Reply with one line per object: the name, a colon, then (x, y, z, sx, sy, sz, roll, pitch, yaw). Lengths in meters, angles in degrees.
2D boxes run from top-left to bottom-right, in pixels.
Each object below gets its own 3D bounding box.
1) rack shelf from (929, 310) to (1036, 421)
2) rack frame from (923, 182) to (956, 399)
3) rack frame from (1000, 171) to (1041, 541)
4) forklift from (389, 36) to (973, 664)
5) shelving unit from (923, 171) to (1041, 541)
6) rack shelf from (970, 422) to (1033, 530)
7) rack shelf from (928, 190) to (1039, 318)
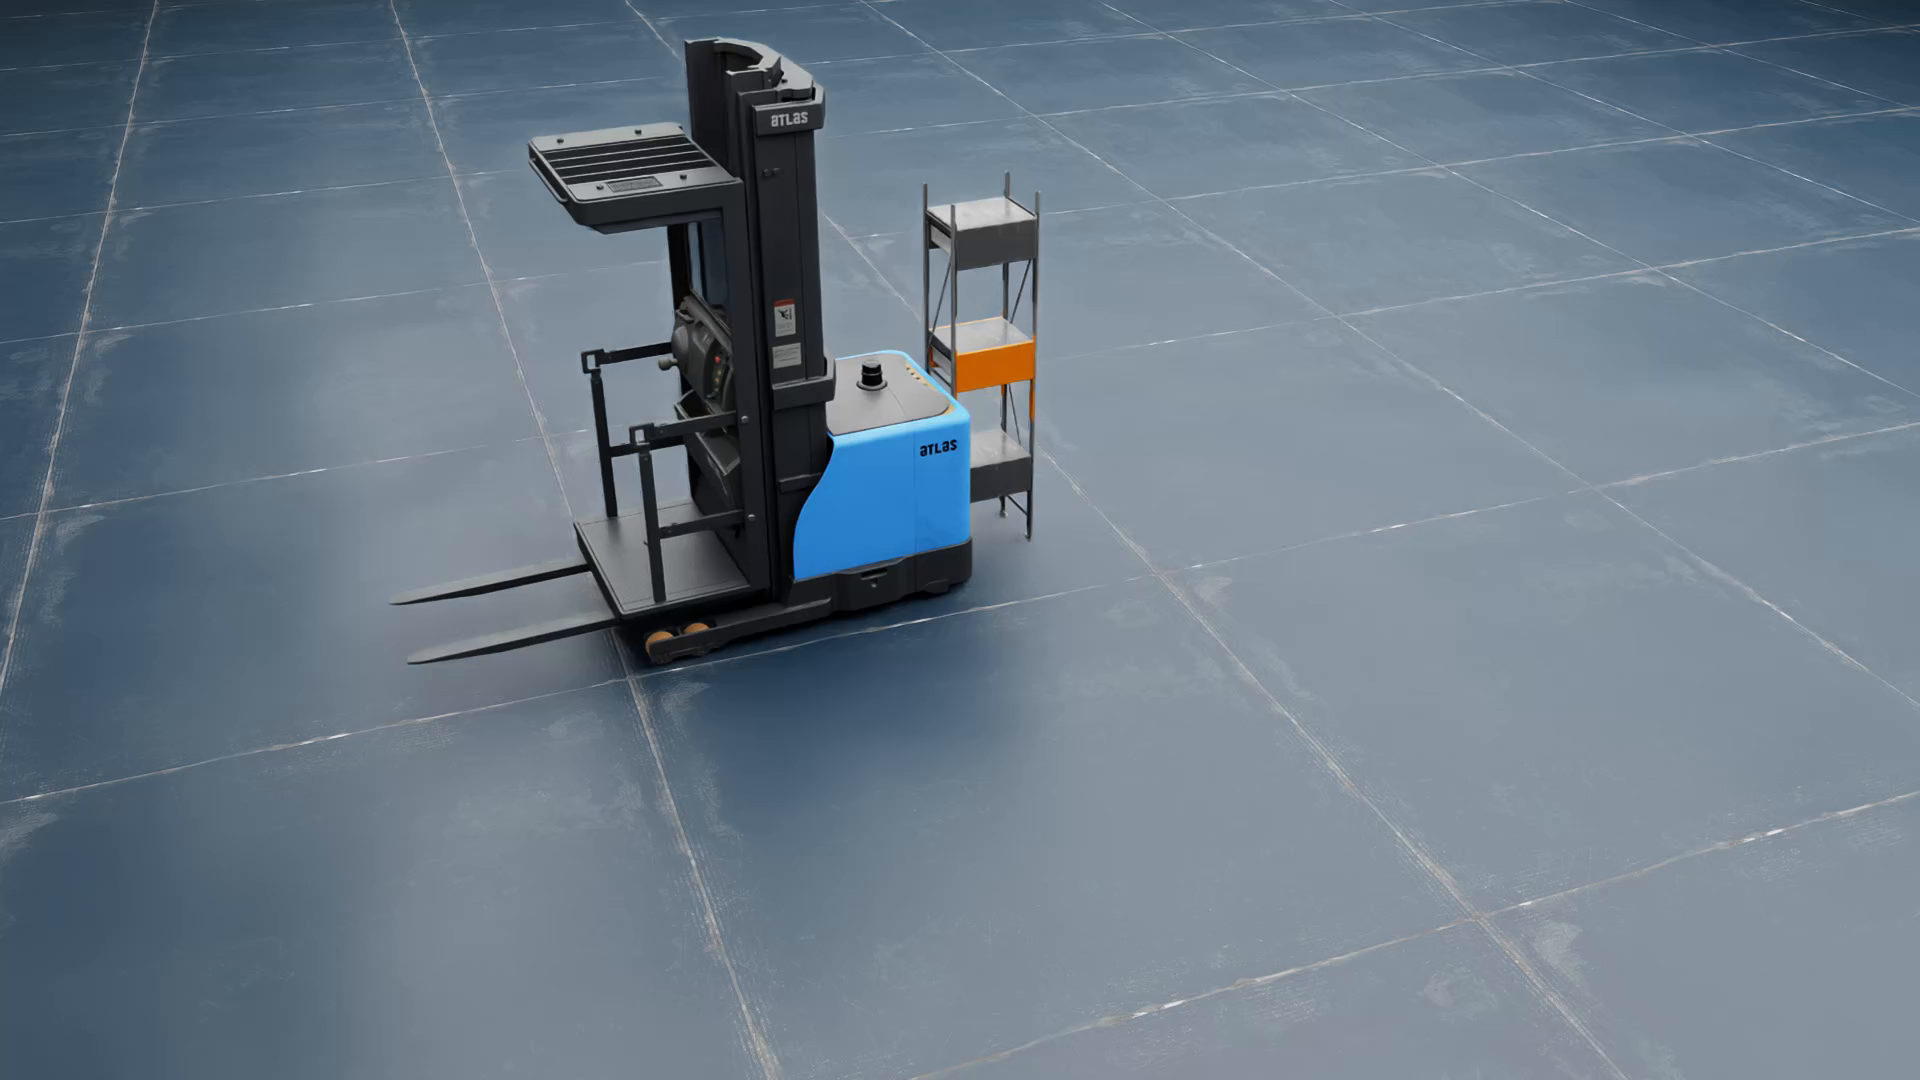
rack shelf: (0.112, -0.938, 9.302, 0.480, 0.518, 0.431, -13, 32, -21)
rack frame: (-0.111, -0.900, 9.208, 0.015, 2.100, 0.400, -13, 32, -21)
rack frame: (0.334, -0.999, 9.383, 0.015, 2.100, 0.400, -13, 32, -21)
forklift: (-1.492, -0.928, 8.419, 3.031, 2.935, 1.130, -13, 32, -21)
shelving unit: (0.112, -0.950, 9.296, 0.503, 2.100, 0.431, -13, 32, -21)
rack shelf: (0.112, -0.329, 9.649, 0.480, 0.518, 0.431, -13, 32, -21)
rack shelf: (0.112, -1.546, 8.956, 0.480, 0.518, 0.431, -13, 32, -21)
